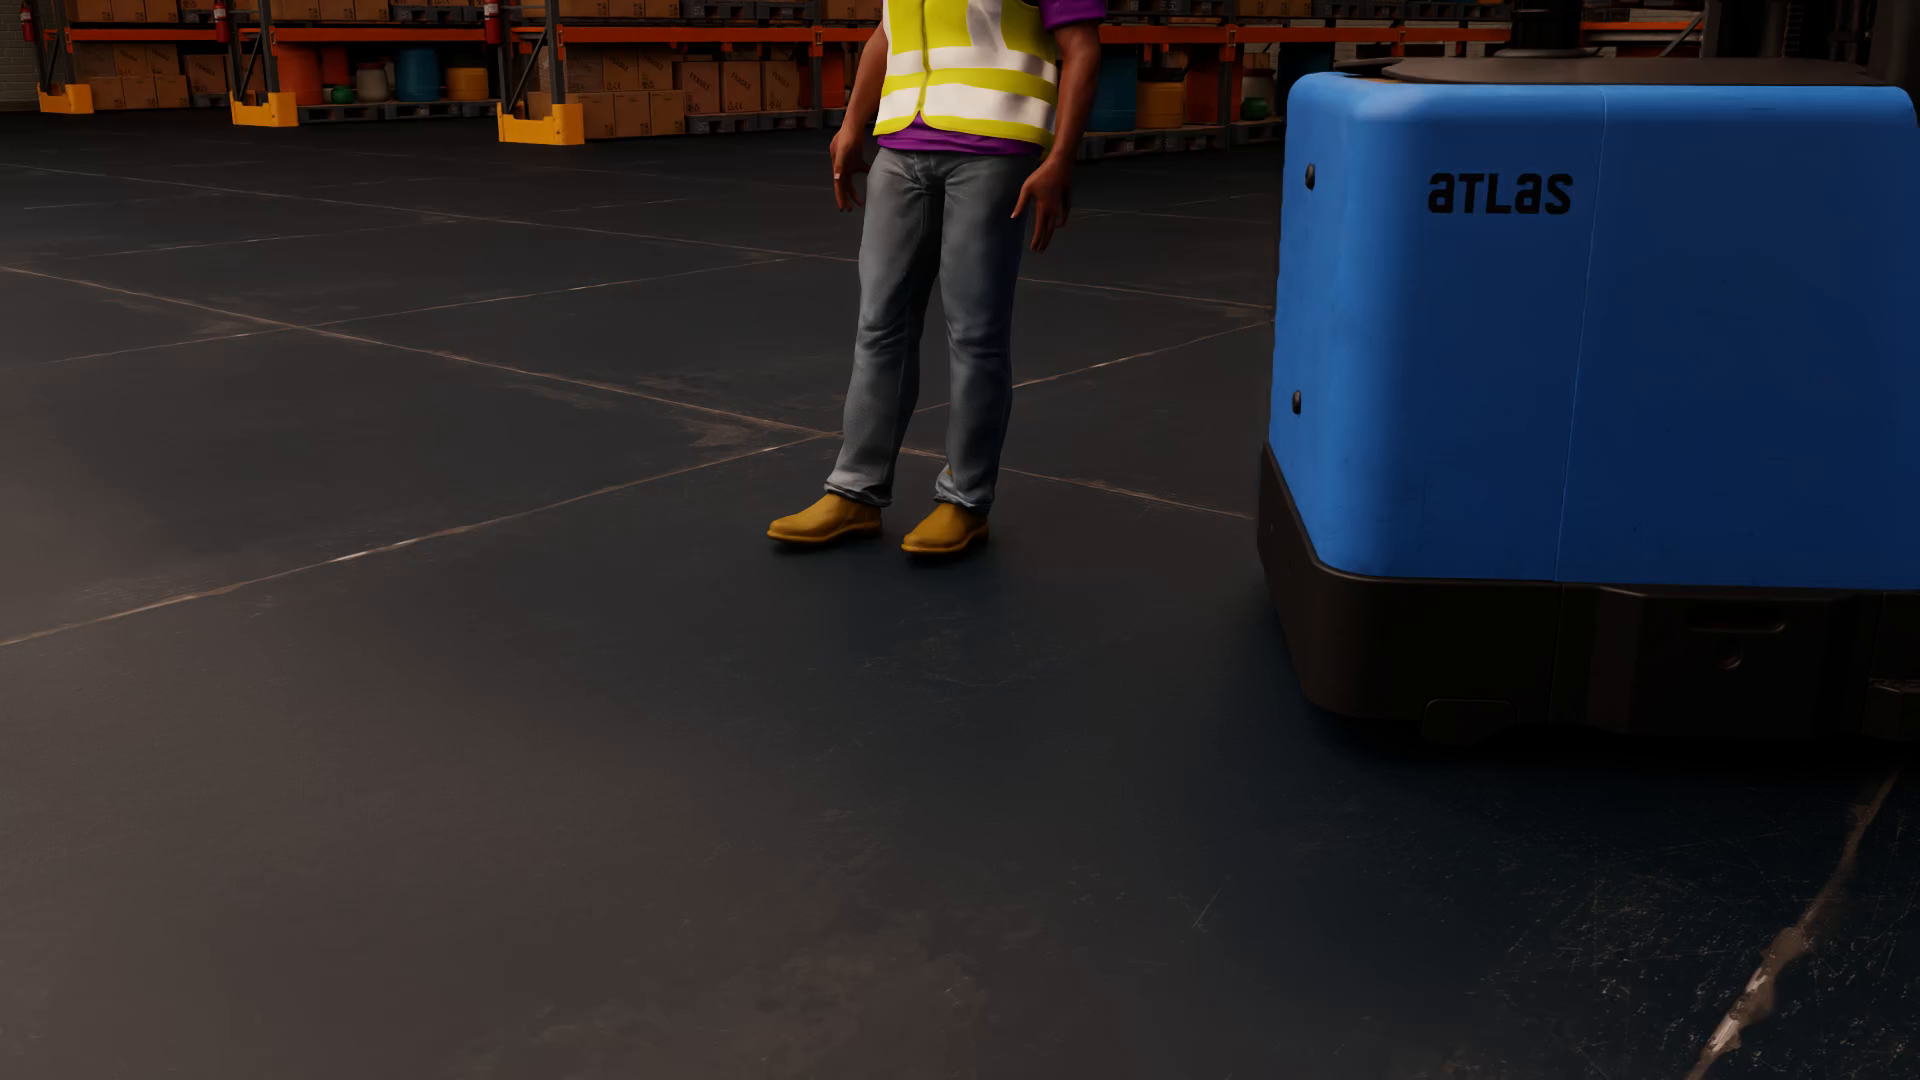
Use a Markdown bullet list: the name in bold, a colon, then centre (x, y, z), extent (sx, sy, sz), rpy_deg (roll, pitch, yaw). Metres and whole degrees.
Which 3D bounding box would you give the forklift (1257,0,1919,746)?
- **forklift**: centre (2.127, -1.159, 2.713), extent (3.031, 2.935, 1.130), rpy_deg (1, 17, 4)

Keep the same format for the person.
- **person**: centre (-0.049, -0.838, 3.636), extent (0.665, 1.765, 0.577), rpy_deg (13, 21, 37)
